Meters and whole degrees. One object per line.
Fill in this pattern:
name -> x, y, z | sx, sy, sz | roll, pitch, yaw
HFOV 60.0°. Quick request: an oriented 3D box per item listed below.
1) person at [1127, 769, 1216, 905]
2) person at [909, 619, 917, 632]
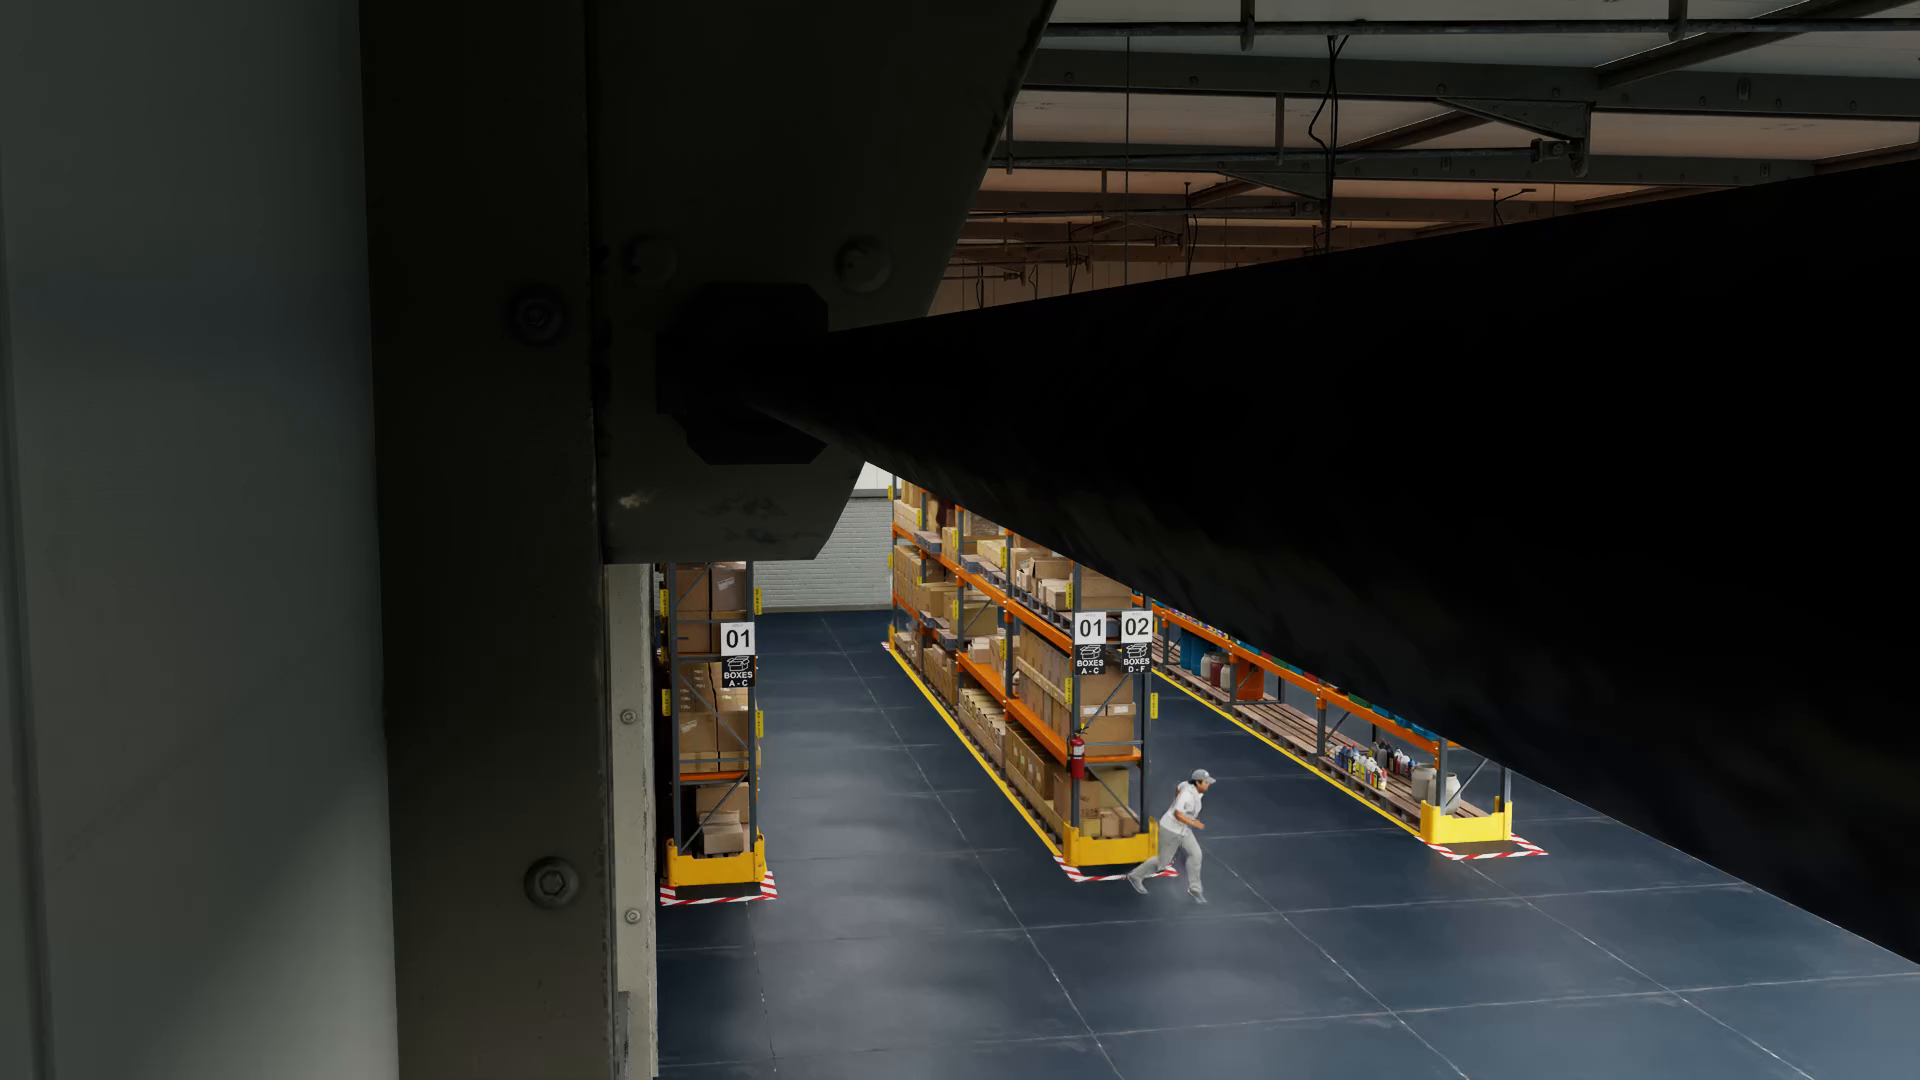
person -> 2.479, 3.466, 19.508 | 1.028, 1.641, 0.645 | 2, 6, 16
person -> -0.923, 1.410, 37.581 | 0.593, 1.725, 0.735 | 0, 6, 0
